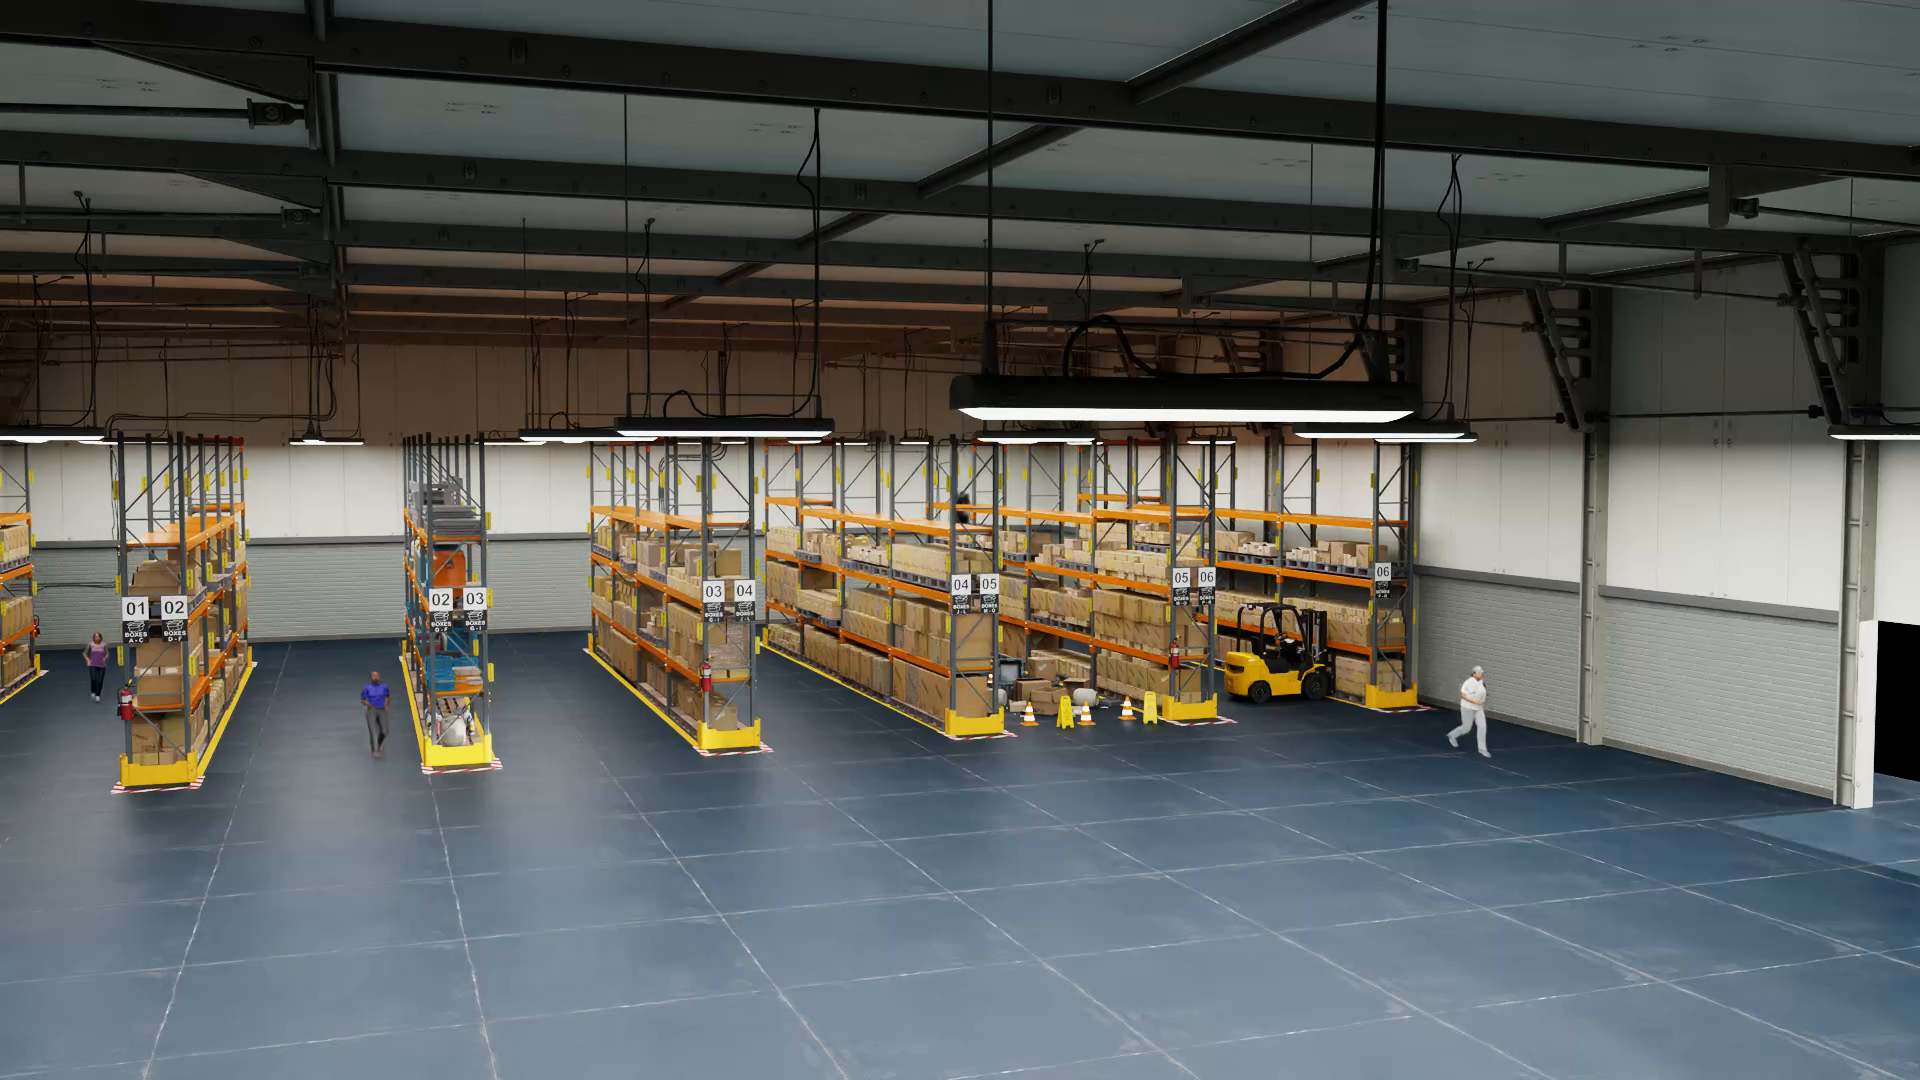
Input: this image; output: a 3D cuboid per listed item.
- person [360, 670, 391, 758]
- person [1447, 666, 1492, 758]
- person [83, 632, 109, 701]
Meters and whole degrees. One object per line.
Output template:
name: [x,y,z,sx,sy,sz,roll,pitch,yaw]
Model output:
person: [-10.717,3.209,30.595,0.565,1.613,0.548,-2,4,-29]
person: [9.566,3.178,31.109,0.628,1.669,0.967,-2,4,-35]
person: [-19.414,2.866,37.410,0.513,1.535,0.601,-2,4,-33]
